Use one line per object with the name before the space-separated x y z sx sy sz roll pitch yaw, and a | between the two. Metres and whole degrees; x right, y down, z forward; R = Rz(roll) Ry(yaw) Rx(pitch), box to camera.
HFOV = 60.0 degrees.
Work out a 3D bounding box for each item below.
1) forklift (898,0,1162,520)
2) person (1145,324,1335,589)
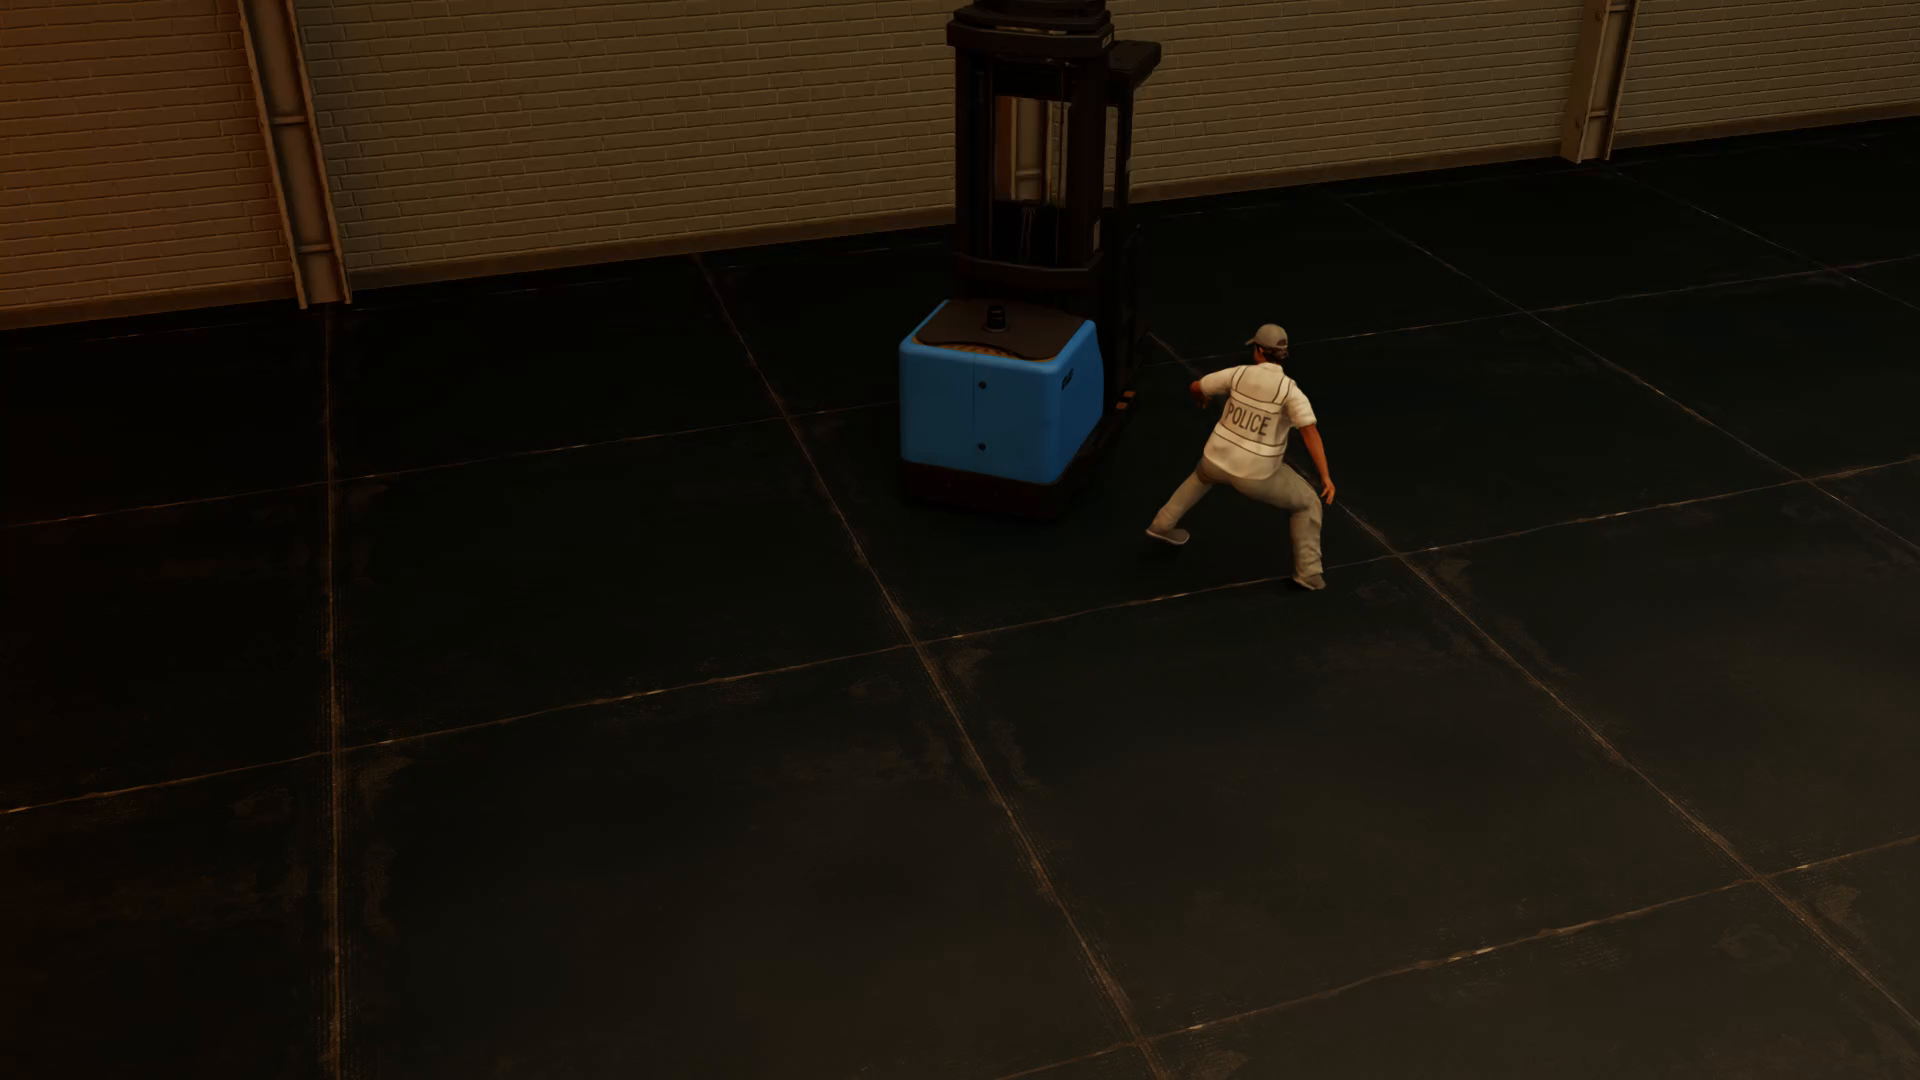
forklift | 0.609 -2.115 10.762 1.130 2.935 3.031 11 32 18
person | 1.671 -0.429 9.354 1.124 1.592 0.510 23 37 34
